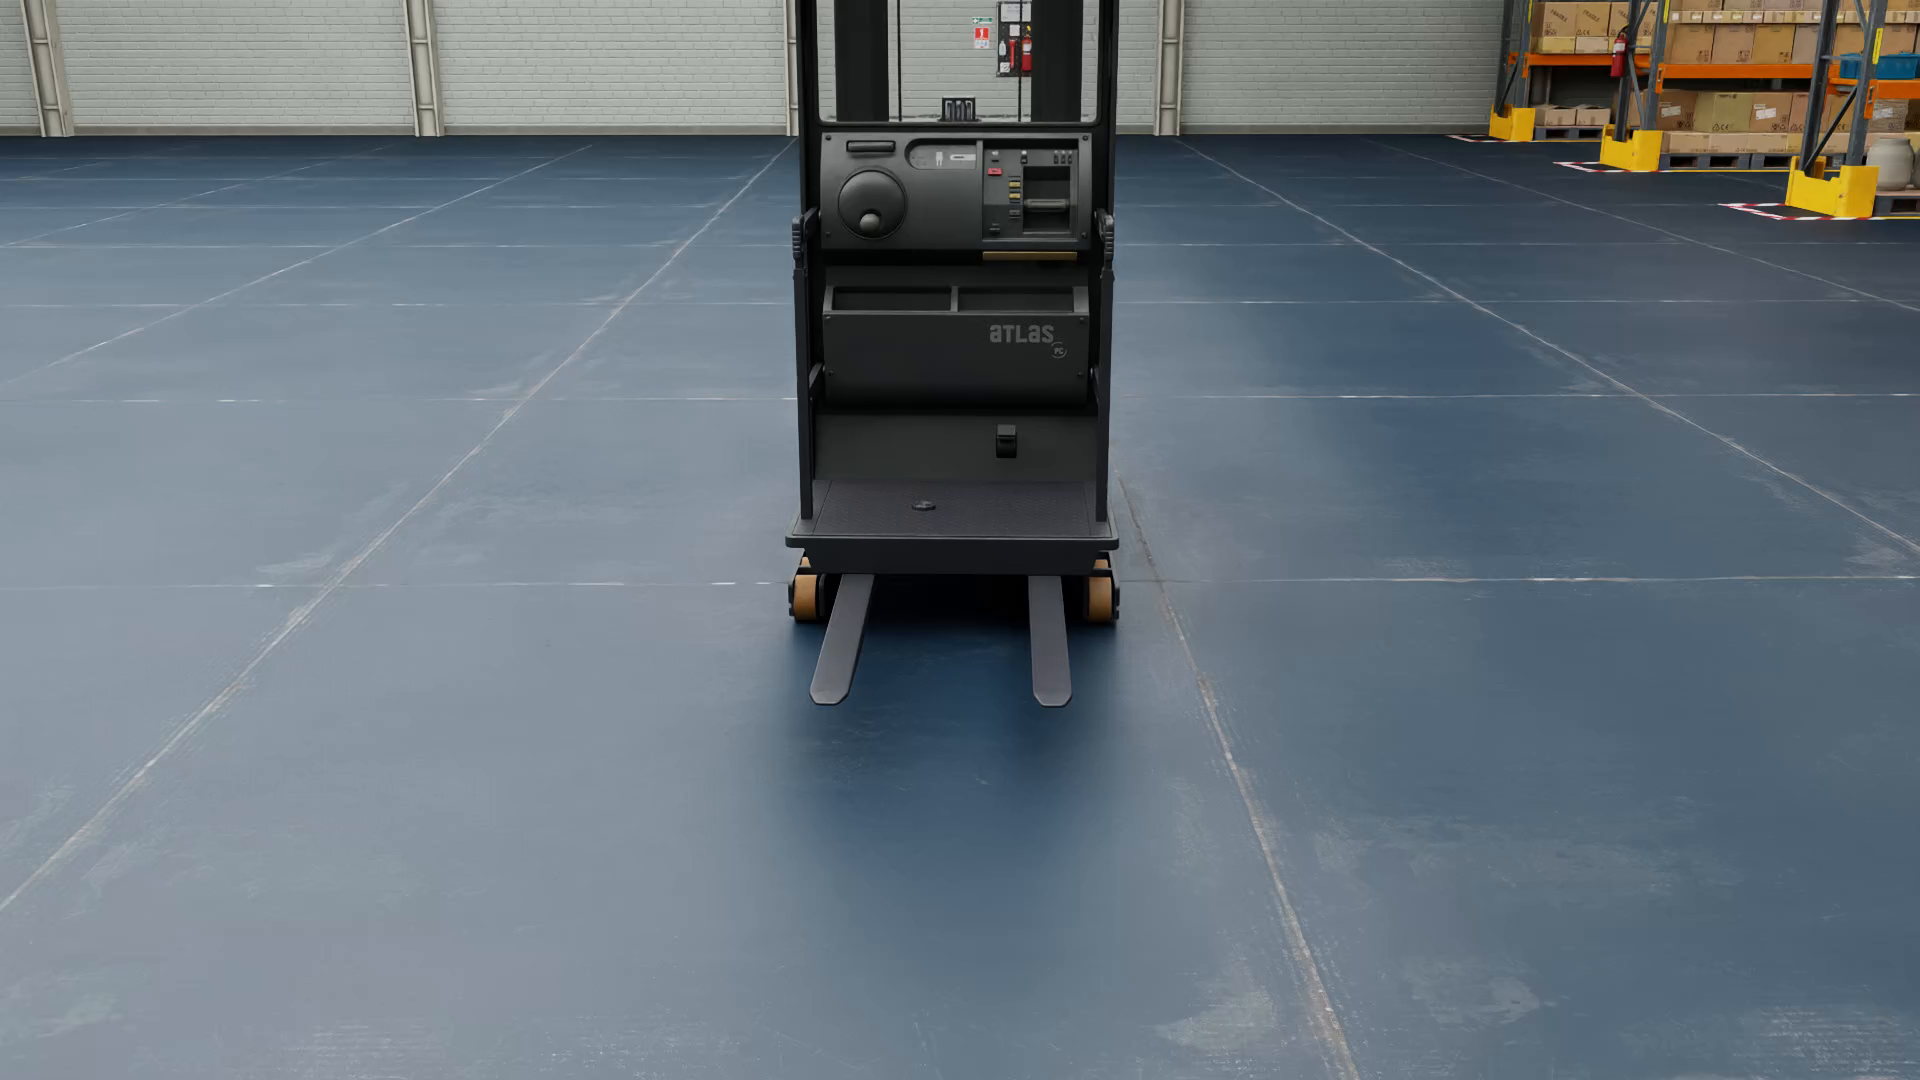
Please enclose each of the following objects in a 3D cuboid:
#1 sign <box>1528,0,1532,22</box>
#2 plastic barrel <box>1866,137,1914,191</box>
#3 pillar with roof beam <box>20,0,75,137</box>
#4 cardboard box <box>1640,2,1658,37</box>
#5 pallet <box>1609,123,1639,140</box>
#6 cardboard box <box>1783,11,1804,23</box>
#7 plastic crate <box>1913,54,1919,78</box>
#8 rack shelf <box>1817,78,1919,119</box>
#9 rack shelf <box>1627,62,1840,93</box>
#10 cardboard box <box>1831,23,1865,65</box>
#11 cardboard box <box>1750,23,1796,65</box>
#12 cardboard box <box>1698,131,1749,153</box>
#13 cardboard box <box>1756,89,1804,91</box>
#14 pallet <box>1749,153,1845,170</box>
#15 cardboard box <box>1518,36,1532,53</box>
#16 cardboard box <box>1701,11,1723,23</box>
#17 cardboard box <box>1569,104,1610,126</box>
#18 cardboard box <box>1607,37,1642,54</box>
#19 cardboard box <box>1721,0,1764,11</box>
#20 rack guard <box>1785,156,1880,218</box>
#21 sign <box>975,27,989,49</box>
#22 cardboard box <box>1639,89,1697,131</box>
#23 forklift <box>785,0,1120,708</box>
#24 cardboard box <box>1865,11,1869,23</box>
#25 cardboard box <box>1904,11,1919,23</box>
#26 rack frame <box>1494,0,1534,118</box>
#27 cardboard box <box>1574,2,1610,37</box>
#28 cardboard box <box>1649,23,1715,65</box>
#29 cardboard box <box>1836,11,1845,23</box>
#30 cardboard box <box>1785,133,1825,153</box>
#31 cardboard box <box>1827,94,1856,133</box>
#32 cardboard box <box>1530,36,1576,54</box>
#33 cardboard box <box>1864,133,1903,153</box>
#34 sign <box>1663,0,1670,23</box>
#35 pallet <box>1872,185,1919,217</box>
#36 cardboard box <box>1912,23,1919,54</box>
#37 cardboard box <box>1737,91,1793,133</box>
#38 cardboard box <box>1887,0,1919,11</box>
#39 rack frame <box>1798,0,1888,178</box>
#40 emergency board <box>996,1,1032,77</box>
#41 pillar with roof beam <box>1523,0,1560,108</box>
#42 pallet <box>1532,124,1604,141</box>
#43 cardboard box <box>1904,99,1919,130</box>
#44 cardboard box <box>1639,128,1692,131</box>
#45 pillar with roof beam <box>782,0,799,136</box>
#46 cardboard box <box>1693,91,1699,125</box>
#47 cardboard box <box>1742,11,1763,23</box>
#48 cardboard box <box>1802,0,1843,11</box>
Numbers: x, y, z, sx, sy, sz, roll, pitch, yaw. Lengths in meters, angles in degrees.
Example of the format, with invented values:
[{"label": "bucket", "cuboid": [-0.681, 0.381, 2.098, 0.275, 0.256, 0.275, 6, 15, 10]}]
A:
[{"label": "sign", "cuboid": [8.701, -8.076, 25.395, 0.005, 0.325, 0.100, 0, 18, -1]}, {"label": "plastic barrel", "cuboid": [9.506, -3.846, 17.010, 0.421, 0.512, 0.421, 0, 18, 0]}, {"label": "pillar with roof beam", "cuboid": [-14.550, -9.523, 21.502, 0.400, 9.000, 9.100, 0, 18, -1]}, {"label": "cardboard box", "cuboid": [10.702, -8.041, 25.689, 0.500, 0.500, 0.500, 0, 18, 1]}, {"label": "pallet", "cuboid": [10.798, -6.500, 26.465, 1.213, 0.211, 1.003, 0, 18, -1]}, {"label": "cardboard box", "cuboid": [10.458, -6.616, 21.036, 0.250, 0.149, 0.380, -1, 18, -2]}, {"label": "plastic crate", "cuboid": [9.994, -4.828, 16.931, 0.408, 0.251, 0.499, 0, 18, -1]}, {"label": "rack shelf", "cuboid": [10.849, -4.471, 16.752, 4.000, 0.370, 1.077, 0, 18, -1]}, {"label": "rack shelf", "cuboid": [10.774, -5.984, 21.468, 4.000, 0.370, 1.077, 0, 18, -1]}, {"label": "cardboard box", "cuboid": [11.301, -6.374, 21.342, 0.500, 0.500, 0.700, 0, 18, 0]}, {"label": "cardboard box", "cuboid": [10.263, -6.367, 21.322, 0.500, 0.500, 0.700, 0, 18, 0]}, {"label": "cardboard box", "cuboid": [9.814, -5.146, 21.491, 0.500, 0.250, 0.500, 0, 18, -1]}, {"label": "cardboard box", "cuboid": [10.806, -5.669, 21.896, 0.500, 0.500, 0.500, 0, 18, -1]}, {"label": "pallet", "cuboid": [10.755, -5.010, 21.821, 1.213, 0.211, 1.003, 0, 18, -1]}, {"label": "cardboard box", "cuboid": [9.157, -7.829, 26.256, 0.500, 0.250, 0.500, 0, 18, 0]}, {"label": "cardboard box", "cuboid": [9.434, -6.611, 21.021, 0.250, 0.149, 0.380, -1, 18, -2]}, {"label": "cardboard box", "cuboid": [9.956, -6.737, 26.321, 0.500, 0.311, 0.500, 1, 18, 4]}, {"label": "cardboard box", "cuboid": [10.214, -7.681, 25.792, 0.500, 0.250, 0.500, -1, 18, -2]}, {"label": "cardboard box", "cuboid": [9.820, -6.985, 21.123, 0.500, 0.500, 0.700, -1, 18, -2]}, {"label": "rack guard", "cuboid": [8.924, -3.628, 17.040, 0.348, 0.500, 1.175, 0, 18, -1]}, {"label": "sign", "cuboid": [0.354, -8.114, 26.872, 0.234, 0.329, 0.001, 0, 18, -1]}, {"label": "cardboard box", "cuboid": [9.306, -5.658, 21.861, 0.500, 0.500, 0.500, 0, 18, -1]}, {"label": "forklift", "cuboid": [-0.016, -1.206, 5.508, 1.130, 2.935, 3.031, 0, 18, 1]}, {"label": "cardboard box", "cuboid": [11.488, -6.621, 21.052, 0.250, 0.149, 0.380, 0, 18, -1]}, {"label": "cardboard box", "cuboid": [11.996, -6.623, 21.058, 0.250, 0.149, 0.380, -1, 18, -2]}, {"label": "rack frame", "cuboid": [8.693, -7.830, 26.044, 0.127, 3.000, 1.000, 0, 18, -1]}, {"label": "cardboard box", "cuboid": [9.669, -8.035, 25.668, 0.500, 0.500, 0.500, 0, 18, -1]}, {"label": "cardboard box", "cuboid": [9.241, -6.363, 21.308, 0.500, 0.500, 0.700, 0, 18, -1]}, {"label": "cardboard box", "cuboid": [10.970, -6.618, 21.041, 0.250, 0.149, 0.380, 0, 18, 1]}, {"label": "cardboard box", "cuboid": [10.814, -5.149, 21.501, 0.500, 0.250, 0.500, 0, 18, -1]}, {"label": "cardboard box", "cuboid": [11.314, -5.512, 21.407, 0.500, 0.500, 0.500, 0, 18, -1]}, {"label": "cardboard box", "cuboid": [9.185, -7.673, 25.769, 0.500, 0.250, 0.500, -1, 18, -2]}, {"label": "cardboard box", "cuboid": [11.814, -5.158, 21.531, 0.500, 0.250, 0.500, 0, 18, -1]}, {"label": "sign", "cuboid": [8.777, -6.597, 20.655, 0.005, 0.325, 0.100, 0, 18, -1]}, {"label": "pallet", "cuboid": [9.737, -3.493, 17.091, 1.213, 0.211, 1.003, 0, 18, -1]}, {"label": "cardboard box", "cuboid": [12.330, -6.379, 21.360, 0.500, 0.500, 0.700, -1, 18, -2]}, {"label": "cardboard box", "cuboid": [10.314, -5.508, 21.395, 0.500, 0.500, 0.500, 0, 18, -1]}, {"label": "cardboard box", "cuboid": [11.825, -6.994, 21.153, 0.500, 0.500, 0.700, 0, 18, -1]}, {"label": "rack frame", "cuboid": [8.849, -4.804, 16.612, 0.127, 3.000, 1.000, 0, 18, -1]}, {"label": "emergency board", "cuboid": [0.908, -8.068, 26.787, 0.643, 1.169, 0.194, 0, 18, -1]}, {"label": "pillar with roof beam", "cuboid": [9.447, -9.639, 21.863, 0.400, 9.000, 9.100, 0, 18, -1]}, {"label": "pallet", "cuboid": [9.581, -6.495, 26.450, 1.213, 0.211, 1.003, 0, 18, -1]}, {"label": "cardboard box", "cuboid": [12.305, -5.677, 21.921, 0.500, 0.500, 0.500, 0, 18, -1]}, {"label": "cardboard box", "cuboid": [9.306, -5.300, 21.973, 0.500, 0.250, 0.500, 0, 18, -1]}, {"label": "pillar with roof beam", "cuboid": [-2.552, -9.581, 21.683, 0.400, 9.000, 9.100, 0, 18, -1]}, {"label": "cardboard box", "cuboid": [11.655, -6.851, 26.365, 0.500, 0.500, 0.500, -2, 18, -5]}, {"label": "cardboard box", "cuboid": [9.936, -6.613, 21.025, 0.250, 0.149, 0.380, -1, 18, -2]}, {"label": "cardboard box", "cuboid": [10.825, -6.990, 21.139, 0.500, 0.500, 0.700, 0, 18, -1]}]
